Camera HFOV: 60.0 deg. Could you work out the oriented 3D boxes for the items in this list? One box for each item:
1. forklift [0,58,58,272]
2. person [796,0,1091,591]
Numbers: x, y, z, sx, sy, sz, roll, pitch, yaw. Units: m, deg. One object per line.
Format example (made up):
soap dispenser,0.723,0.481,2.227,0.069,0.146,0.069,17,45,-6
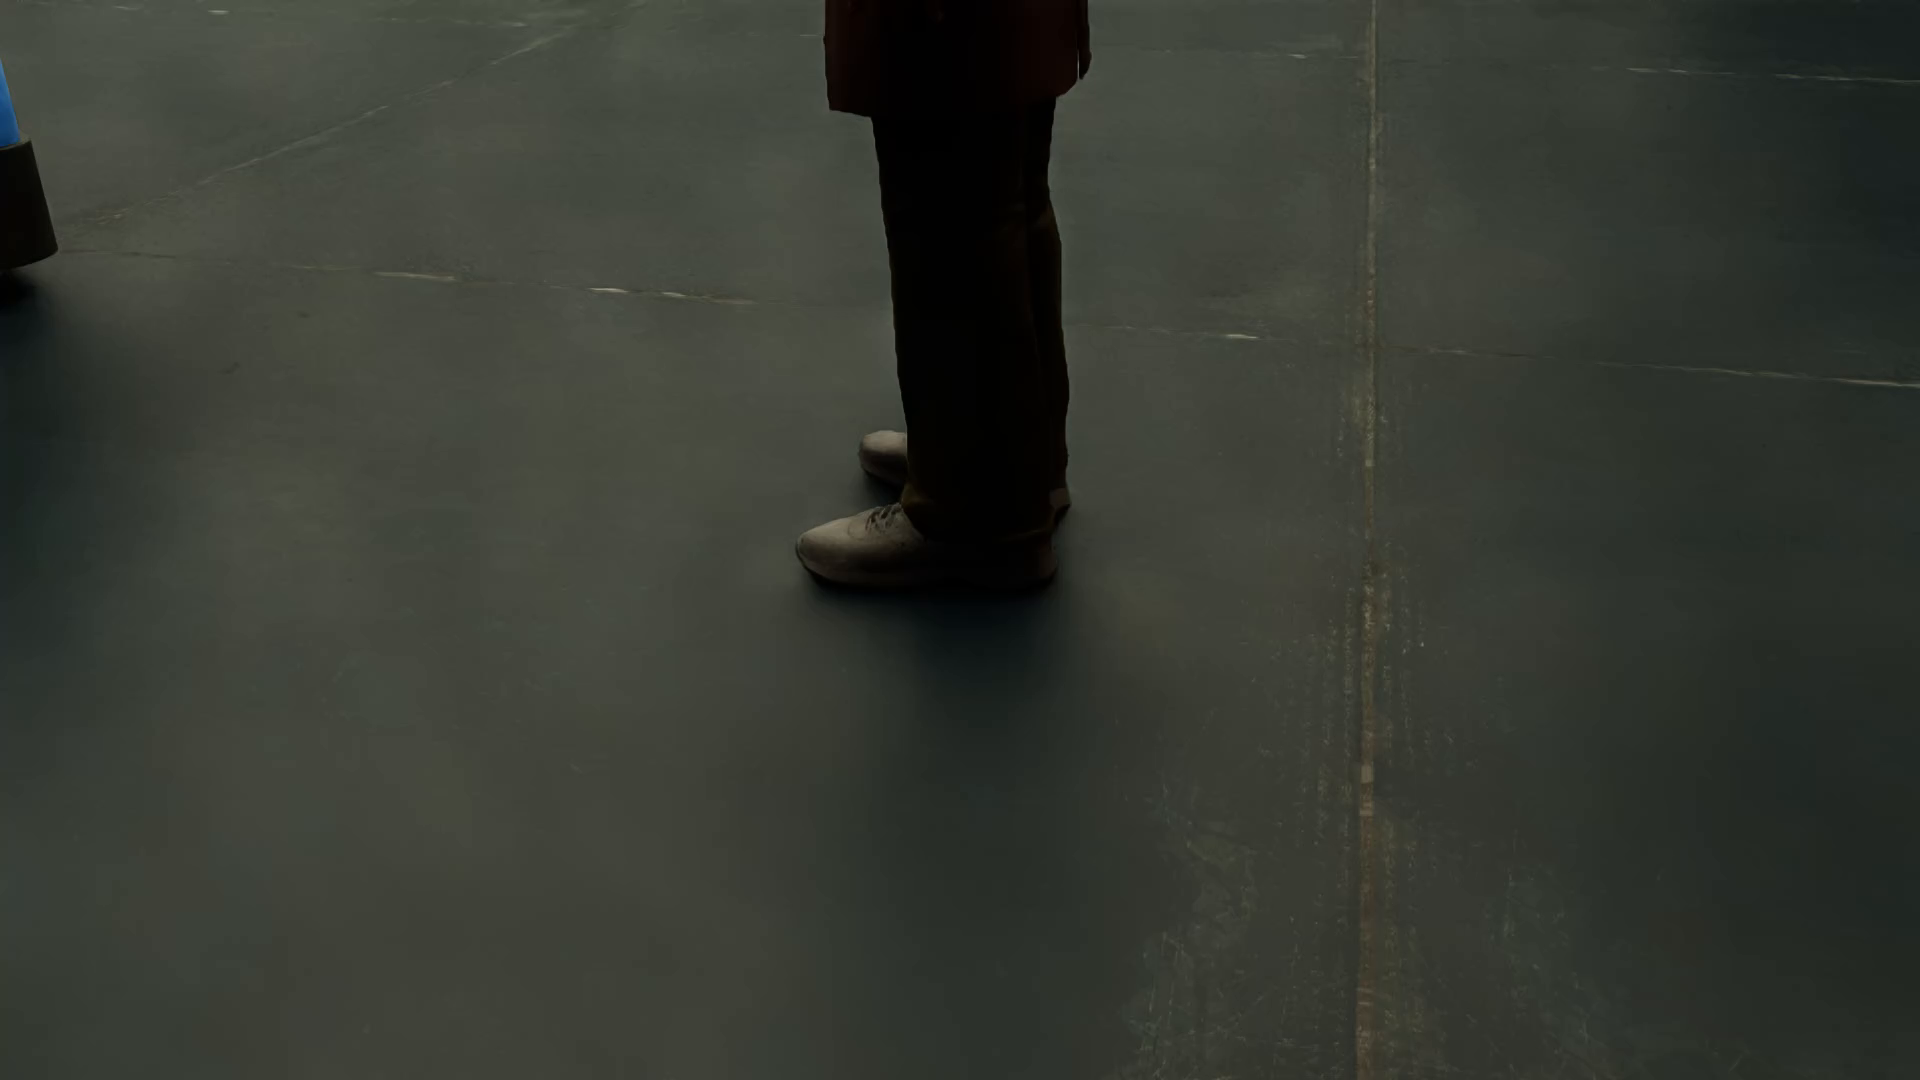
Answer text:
forklift,-3.450,-2.032,3.275,3.031,2.935,1.130,16,31,29
person,-0.026,-0.798,2.102,0.377,1.783,0.558,6,27,11
